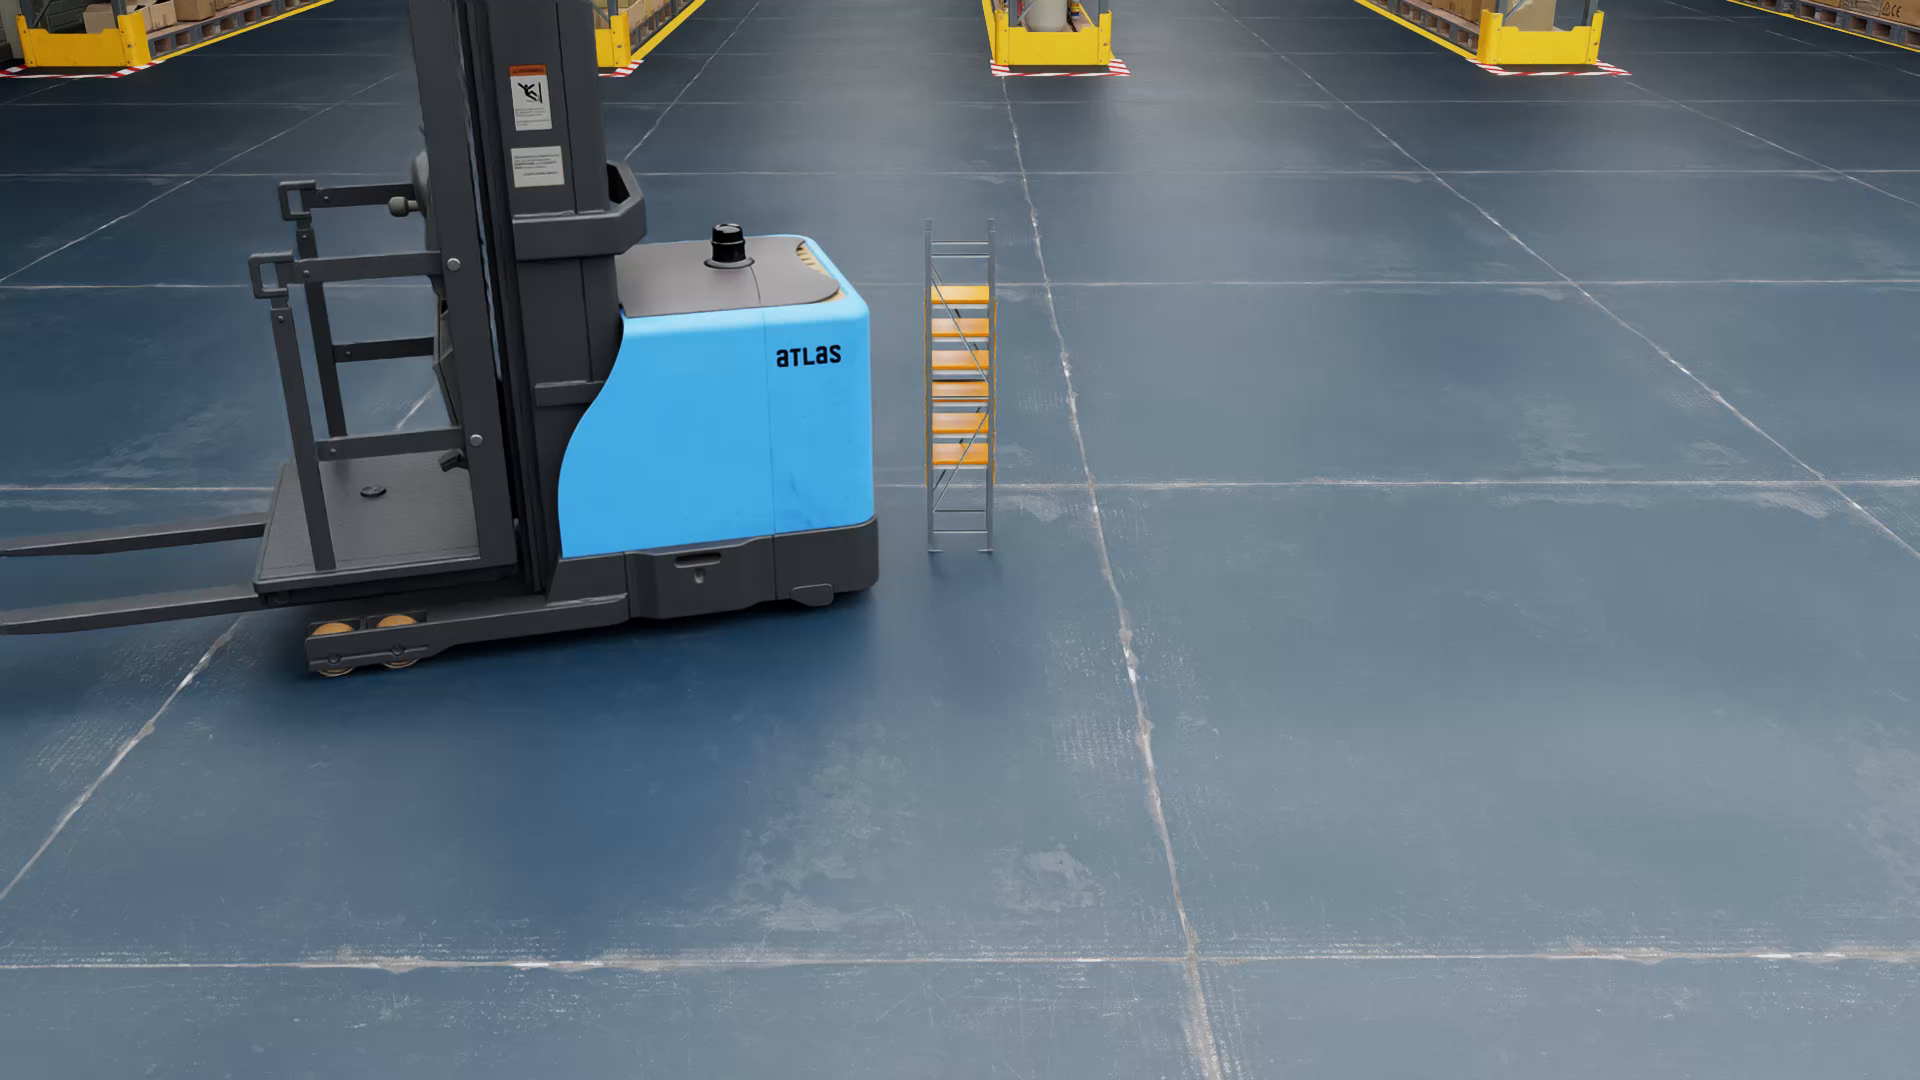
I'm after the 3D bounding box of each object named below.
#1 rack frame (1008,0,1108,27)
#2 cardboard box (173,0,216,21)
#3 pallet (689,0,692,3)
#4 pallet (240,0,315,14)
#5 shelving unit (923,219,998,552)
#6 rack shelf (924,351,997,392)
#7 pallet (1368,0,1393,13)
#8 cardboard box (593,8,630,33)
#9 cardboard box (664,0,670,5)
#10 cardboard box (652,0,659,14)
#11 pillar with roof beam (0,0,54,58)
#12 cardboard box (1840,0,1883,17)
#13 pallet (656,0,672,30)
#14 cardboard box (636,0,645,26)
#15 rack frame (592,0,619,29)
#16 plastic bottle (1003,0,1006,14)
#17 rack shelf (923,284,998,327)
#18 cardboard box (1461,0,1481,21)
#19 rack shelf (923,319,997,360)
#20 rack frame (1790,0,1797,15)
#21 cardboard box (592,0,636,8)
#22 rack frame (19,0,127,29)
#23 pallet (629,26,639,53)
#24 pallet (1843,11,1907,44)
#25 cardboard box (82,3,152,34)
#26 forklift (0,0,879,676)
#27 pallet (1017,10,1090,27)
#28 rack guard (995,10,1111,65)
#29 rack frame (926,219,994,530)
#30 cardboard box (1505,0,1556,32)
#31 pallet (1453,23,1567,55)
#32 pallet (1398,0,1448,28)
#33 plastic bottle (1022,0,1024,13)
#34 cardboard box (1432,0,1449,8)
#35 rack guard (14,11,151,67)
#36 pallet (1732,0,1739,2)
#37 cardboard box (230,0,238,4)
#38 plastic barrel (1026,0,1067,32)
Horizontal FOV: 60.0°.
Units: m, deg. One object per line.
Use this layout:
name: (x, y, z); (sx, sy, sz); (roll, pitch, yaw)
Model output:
rack frame: (0.993, -6.251, 16.430); (1.000, 3.000, 0.127); (0, 24, -1)
cardboard box: (-8.795, -6.091, 18.576); (0.700, 0.500, 0.500); (-2, 24, -4)
pallet: (-4.067, -7.415, 22.389); (1.003, 0.211, 1.213); (0, 24, -1)
pallet: (-8.967, -6.905, 21.260); (1.003, 0.211, 1.213); (0, 24, -1)
shelving unit: (0.000, -0.541, 5.990); (0.258, 1.200, 0.189); (0, 24, -1)
rack shelf: (0.000, -0.610, 5.958); (0.258, 0.103, 0.180); (0, 24, -1)
pallet: (5.892, -6.971, 21.408); (1.003, 0.211, 1.213); (0, 24, -1)
cardboard box: (-3.743, -5.390, 17.355); (0.500, 0.250, 0.500); (0, 24, -1)
cardboard box: (-3.780, -6.627, 20.089); (0.500, 0.250, 0.500); (0, 24, -1)
cardboard box: (-3.764, -6.215, 19.178); (0.500, 0.250, 0.500); (0, 24, -1)
pillar with roof beam: (-5.481, -9.243, 15.768); (9.100, 9.000, 0.400); (0, 24, -1)
cardboard box: (10.814, -6.494, 19.038); (0.875, 0.875, 0.875); (0, 24, 0)
pallet: (-4.037, -6.280, 19.879); (1.003, 0.211, 1.213); (0, 24, -1)
cardboard box: (-3.757, -5.802, 18.267); (0.500, 0.250, 0.500); (0, 24, -1)
rack frame: (-3.960, -6.230, 16.385); (1.000, 3.000, 0.127); (0, 24, -1)
plastic bottle: (0.515, -6.016, 18.675); (0.061, 0.283, 0.133); (0, 24, 1)
rack shelf: (0.000, -0.828, 5.860); (0.258, 0.103, 0.180); (0, 24, -1)
cardboard box: (5.927, -6.087, 18.592); (0.500, 0.500, 0.500); (2, 24, 4)
rack shelf: (0.000, -0.719, 5.909); (0.258, 0.103, 0.180); (0, 24, -1)
rack frame: (10.863, -7.902, 20.081); (1.000, 3.000, 0.127); (0, 24, -1)
cardboard box: (-3.751, -5.938, 17.656); (0.500, 0.500, 0.500); (0, 24, -1)
rack frame: (-8.913, -6.206, 16.332); (1.000, 3.000, 0.127); (0, 24, -1)
pallet: (-4.010, -5.274, 17.656); (1.003, 0.211, 1.213); (0, 24, -1)
pallet: (10.809, -5.814, 18.848); (1.003, 0.211, 1.213); (0, 24, -1)
cardboard box: (-8.831, -5.467, 17.427); (0.500, 0.311, 0.500); (-3, 25, -7)
forklift: (-1.857, -1.144, 5.223); (3.031, 2.935, 1.130); (-7, 25, -15)
pallet: (0.932, -5.847, 18.923); (1.003, 0.211, 1.213); (0, 24, -1)
rack guard: (0.945, -5.143, 17.014); (1.175, 0.500, 0.348); (0, 24, -1)
rack frame: (-0.001, -0.578, 6.073); (0.240, 1.200, 0.006); (0, 24, -1)
cardboard box: (5.956, -5.583, 17.477); (0.500, 0.500, 0.500); (4, 25, 9)
pallet: (5.972, -5.369, 17.864); (1.003, 0.211, 1.213); (0, 24, -1)
pallet: (5.945, -6.374, 20.087); (1.003, 0.211, 1.213); (0, 24, -1)
plastic bottle: (0.683, -6.100, 18.960); (0.097, 0.201, 0.097); (0, 24, 0)
cardboard box: (5.881, -6.573, 19.666); (0.500, 0.500, 0.500); (8, 25, 16)
rack guard: (-8.914, -5.098, 16.916); (1.175, 0.500, 0.348); (0, 24, -1)
pallet: (10.763, -7.453, 22.472); (1.003, 0.211, 1.213); (0, 24, -1)
cardboard box: (-8.921, -6.544, 19.982); (0.380, 0.166, 0.250); (-3, 25, -7)
plastic barrel: (0.910, -5.579, 17.455); (0.421, 0.512, 0.421); (0, 24, 0)
